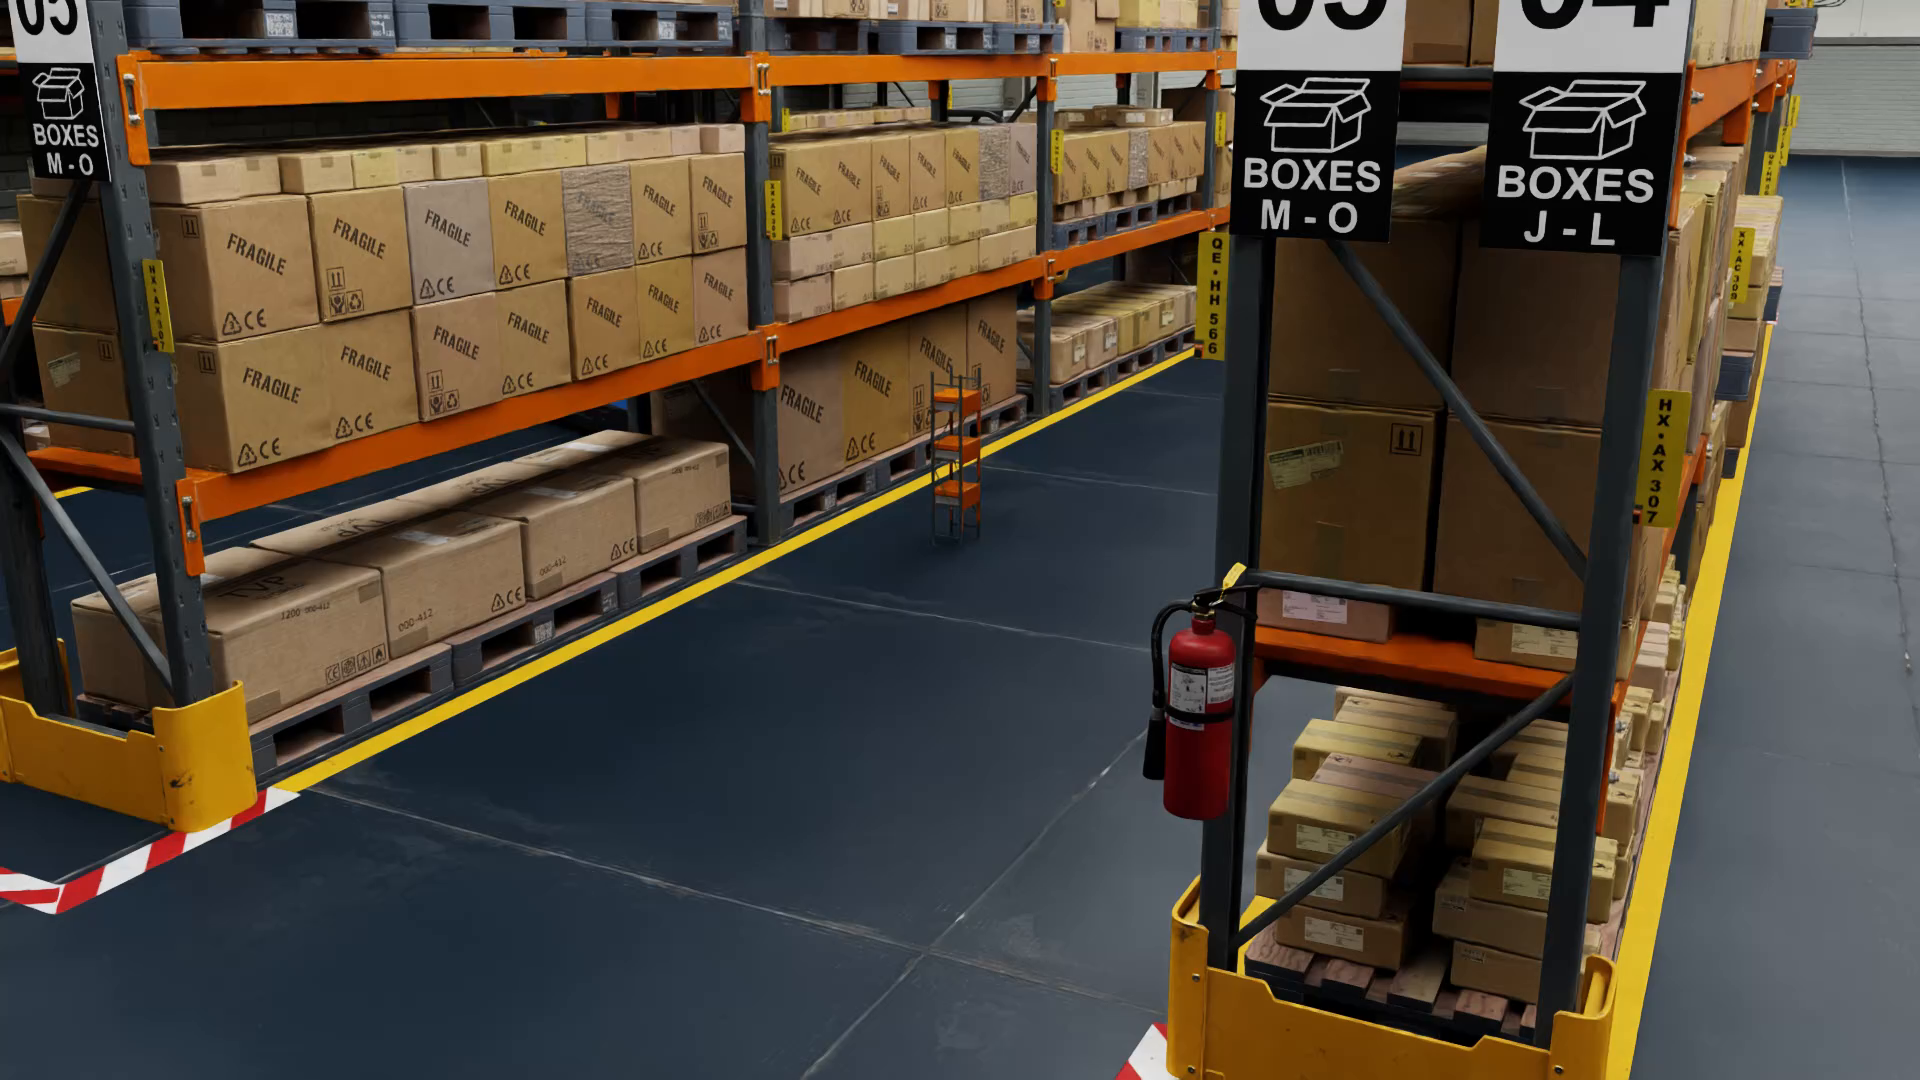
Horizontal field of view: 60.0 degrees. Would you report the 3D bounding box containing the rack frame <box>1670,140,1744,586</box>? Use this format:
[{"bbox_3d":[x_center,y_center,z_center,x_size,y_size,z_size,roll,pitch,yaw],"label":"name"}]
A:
[{"bbox_3d":[2.931,-0.861,7.656,1.000,3.000,0.127,8,18,25],"label":"rack frame"}]

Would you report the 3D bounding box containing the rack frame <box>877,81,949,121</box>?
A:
[{"bbox_3d":[-0.623,-5.152,22.104,1.000,3.000,0.127,8,18,25],"label":"rack frame"}]

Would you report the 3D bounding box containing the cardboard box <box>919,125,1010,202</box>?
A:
[{"bbox_3d":[0.026,-2.715,11.964,0.500,0.500,0.500,8,19,26],"label":"cardboard box"}]

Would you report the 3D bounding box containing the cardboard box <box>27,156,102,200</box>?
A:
[{"bbox_3d":[-3.349,-1.402,6.404,0.380,0.149,0.250,8,18,26],"label":"cardboard box"}]

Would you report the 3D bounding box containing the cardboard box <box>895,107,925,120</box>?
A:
[{"bbox_3d":[-0.677,-5.469,21.332,0.380,0.149,0.250,8,18,25],"label":"cardboard box"}]

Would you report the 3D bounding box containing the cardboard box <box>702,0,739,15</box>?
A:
[{"bbox_3d":[-1.337,-3.313,10.061,0.500,0.311,0.500,8,18,25],"label":"cardboard box"}]

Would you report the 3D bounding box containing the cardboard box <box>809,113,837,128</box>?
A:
[{"bbox_3d":[-1.654,-4.875,19.333,0.380,0.149,0.250,9,19,27],"label":"cardboard box"}]

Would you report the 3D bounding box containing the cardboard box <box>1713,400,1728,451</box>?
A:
[{"bbox_3d":[3.965,-0.644,9.259,0.500,0.250,0.500,9,19,27],"label":"cardboard box"}]

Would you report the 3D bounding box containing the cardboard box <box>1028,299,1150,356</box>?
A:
[{"bbox_3d":[1.172,-1.950,15.199,0.950,0.372,0.625,9,19,27],"label":"cardboard box"}]

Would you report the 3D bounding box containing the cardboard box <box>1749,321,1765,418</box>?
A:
[{"bbox_3d":[5.458,-1.370,12.582,1.050,0.750,0.750,8,19,26],"label":"cardboard box"}]

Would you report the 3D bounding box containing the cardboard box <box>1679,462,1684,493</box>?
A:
[{"bbox_3d":[2.378,-0.231,5.975,0.380,0.149,0.250,9,19,26],"label":"cardboard box"}]

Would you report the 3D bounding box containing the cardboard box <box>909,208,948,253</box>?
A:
[{"bbox_3d":[-0.413,-2.100,11.211,0.500,0.250,0.500,7,18,24],"label":"cardboard box"}]

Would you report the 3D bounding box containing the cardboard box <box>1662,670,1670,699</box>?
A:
[{"bbox_3d":[2.809,0.578,7.078,0.380,0.149,0.250,7,18,24],"label":"cardboard box"}]

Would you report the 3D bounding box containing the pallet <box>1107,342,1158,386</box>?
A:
[{"bbox_3d":[1.141,-1.656,15.229,1.003,0.211,1.213,8,18,25],"label":"pallet"}]

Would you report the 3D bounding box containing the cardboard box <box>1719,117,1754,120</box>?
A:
[{"bbox_3d":[6.061,-3.168,13.490,0.700,0.500,0.500,8,18,24],"label":"cardboard box"}]

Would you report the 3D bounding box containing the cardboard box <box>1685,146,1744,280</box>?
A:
[{"bbox_3d":[2.963,-1.377,6.938,0.500,0.500,0.500,7,18,23],"label":"cardboard box"}]

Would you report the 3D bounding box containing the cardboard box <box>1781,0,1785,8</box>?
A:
[{"bbox_3d":[4.478,-3.059,9.612,0.500,0.500,0.500,8,18,25],"label":"cardboard box"}]

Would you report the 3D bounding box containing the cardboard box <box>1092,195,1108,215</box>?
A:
[{"bbox_3d":[1.017,-2.823,13.965,0.380,0.149,0.250,8,18,26],"label":"cardboard box"}]

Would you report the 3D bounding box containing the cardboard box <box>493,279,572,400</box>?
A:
[{"bbox_3d":[-2.205,-0.969,7.845,0.500,0.500,0.500,9,19,27],"label":"cardboard box"}]

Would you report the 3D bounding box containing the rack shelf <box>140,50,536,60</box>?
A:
[{"bbox_3d":[-5.091,-3.698,13.203,1.077,0.370,4.000,8,18,25],"label":"rack shelf"}]

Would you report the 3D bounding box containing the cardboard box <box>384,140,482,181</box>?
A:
[{"bbox_3d":[-2.331,-1.668,7.302,0.380,0.149,0.250,8,18,26],"label":"cardboard box"}]

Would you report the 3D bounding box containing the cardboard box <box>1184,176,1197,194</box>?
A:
[{"bbox_3d":[2.049,-3.418,15.967,0.380,0.149,0.250,8,18,26],"label":"cardboard box"}]

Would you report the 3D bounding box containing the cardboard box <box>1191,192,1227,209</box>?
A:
[{"bbox_3d":[2.460,-3.422,16.719,0.380,0.149,0.250,8,18,25],"label":"cardboard box"}]

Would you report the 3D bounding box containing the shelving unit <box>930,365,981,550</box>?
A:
[{"bbox_3d":[-0.024,-0.490,9.829,0.215,1.050,0.252,8,18,25],"label":"shelving unit"}]

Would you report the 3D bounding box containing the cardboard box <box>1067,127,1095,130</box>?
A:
[{"bbox_3d":[0.889,-3.428,14.862,0.500,0.500,0.500,7,18,23],"label":"cardboard box"}]

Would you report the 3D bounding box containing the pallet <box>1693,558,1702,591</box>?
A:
[{"bbox_3d":[3.821,-0.035,9.771,1.003,0.211,1.213,8,18,25],"label":"pallet"}]

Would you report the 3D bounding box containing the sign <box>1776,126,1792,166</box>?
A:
[{"bbox_3d":[6.995,-3.350,14.139,0.100,0.325,0.005,8,18,25],"label":"sign"}]

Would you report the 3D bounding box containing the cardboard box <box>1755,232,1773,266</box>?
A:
[{"bbox_3d":[3.868,-1.469,8.361,0.380,0.149,0.250,8,18,25],"label":"cardboard box"}]

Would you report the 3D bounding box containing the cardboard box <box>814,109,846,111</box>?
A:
[{"bbox_3d":[-1.641,-5.278,20.690,0.380,0.149,0.250,8,18,24],"label":"cardboard box"}]

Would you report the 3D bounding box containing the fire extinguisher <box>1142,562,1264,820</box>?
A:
[{"bbox_3d":[0.618,0.379,4.271,0.296,0.674,0.183,8,18,25],"label":"fire extinguisher"}]

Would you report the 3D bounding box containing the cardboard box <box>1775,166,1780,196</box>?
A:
[{"bbox_3d":[7.232,-3.332,15.711,0.875,0.550,0.550,8,18,25],"label":"cardboard box"}]

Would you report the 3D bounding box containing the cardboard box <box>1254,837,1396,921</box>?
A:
[{"bbox_3d":[1.124,1.010,5.104,0.380,0.149,0.250,8,18,24],"label":"cardboard box"}]

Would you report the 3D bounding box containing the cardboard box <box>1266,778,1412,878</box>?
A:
[{"bbox_3d":[1.153,0.871,5.049,0.380,0.149,0.250,8,18,26],"label":"cardboard box"}]

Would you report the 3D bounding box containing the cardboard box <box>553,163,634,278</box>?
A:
[{"bbox_3d":[-1.960,-1.578,8.138,0.500,0.500,0.500,8,18,26],"label":"cardboard box"}]

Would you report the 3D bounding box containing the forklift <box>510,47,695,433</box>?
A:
[{"bbox_3d":[-2.744,-2.404,12.969,1.130,2.935,3.031,-13,21,-36],"label":"forklift"}]

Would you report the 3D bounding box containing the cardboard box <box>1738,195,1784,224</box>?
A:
[{"bbox_3d":[4.909,-2.063,10.361,0.380,0.149,0.250,7,18,23],"label":"cardboard box"}]

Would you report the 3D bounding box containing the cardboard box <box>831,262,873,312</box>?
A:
[{"bbox_3d":[-0.880,-1.604,10.420,0.500,0.250,0.500,8,18,24],"label":"cardboard box"}]

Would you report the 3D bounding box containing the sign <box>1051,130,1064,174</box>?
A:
[{"bbox_3d":[0.743,-2.969,12.720,0.100,0.325,0.005,8,18,25],"label":"sign"}]

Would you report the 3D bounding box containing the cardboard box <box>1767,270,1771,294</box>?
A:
[{"bbox_3d":[4.331,-1.451,9.345,0.380,0.149,0.250,9,19,27],"label":"cardboard box"}]

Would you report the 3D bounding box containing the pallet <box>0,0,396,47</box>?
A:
[{"bbox_3d":[-3.008,-2.032,6.485,1.003,0.211,1.213,8,18,25],"label":"pallet"}]

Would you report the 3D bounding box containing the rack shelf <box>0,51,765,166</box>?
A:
[{"bbox_3d":[-2.436,-2.049,7.650,1.077,0.370,4.000,8,18,25],"label":"rack shelf"}]

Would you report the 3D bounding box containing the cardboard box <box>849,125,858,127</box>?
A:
[{"bbox_3d":[-1.435,-4.863,19.813,0.380,0.149,0.250,7,18,24],"label":"cardboard box"}]

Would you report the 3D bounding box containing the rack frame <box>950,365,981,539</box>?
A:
[{"bbox_3d":[0.031,-0.521,9.934,0.200,1.050,0.008,8,18,25],"label":"rack frame"}]

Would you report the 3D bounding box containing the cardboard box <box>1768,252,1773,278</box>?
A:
[{"bbox_3d":[4.215,-1.525,9.072,0.380,0.149,0.250,8,18,24],"label":"cardboard box"}]

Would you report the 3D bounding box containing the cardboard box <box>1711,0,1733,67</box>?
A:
[{"bbox_3d":[1.812,-1.424,4.545,0.500,0.250,0.500,9,19,27],"label":"cardboard box"}]

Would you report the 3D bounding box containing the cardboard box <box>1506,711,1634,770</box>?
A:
[{"bbox_3d":[2.093,0.671,5.722,0.380,0.149,0.250,9,19,28],"label":"cardboard box"}]

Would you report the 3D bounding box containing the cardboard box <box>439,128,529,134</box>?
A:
[{"bbox_3d":[-2.403,-1.999,8.415,0.380,0.149,0.250,8,18,24],"label":"cardboard box"}]

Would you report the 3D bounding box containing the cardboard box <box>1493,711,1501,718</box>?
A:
[{"bbox_3d":[2.139,0.638,6.879,0.380,0.149,0.250,7,18,23],"label":"cardboard box"}]

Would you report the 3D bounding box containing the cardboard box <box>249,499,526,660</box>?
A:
[{"bbox_3d":[-2.723,0.165,7.961,0.875,0.438,0.875,9,19,27],"label":"cardboard box"}]

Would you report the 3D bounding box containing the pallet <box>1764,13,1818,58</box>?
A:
[{"bbox_3d":[3.763,-2.617,8.630,1.213,0.211,1.003,8,18,25],"label":"pallet"}]

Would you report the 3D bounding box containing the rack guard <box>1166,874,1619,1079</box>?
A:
[{"bbox_3d":[1.177,1.336,4.647,1.175,0.500,0.348,8,18,25],"label":"rack guard"}]

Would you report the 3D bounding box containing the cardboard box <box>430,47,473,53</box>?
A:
[{"bbox_3d":[-4.434,-4.191,13.862,0.500,0.250,0.500,8,18,26],"label":"cardboard box"}]

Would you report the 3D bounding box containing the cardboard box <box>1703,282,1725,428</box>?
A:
[{"bbox_3d":[2.734,-0.761,6.619,0.500,0.500,0.500,8,18,24],"label":"cardboard box"}]

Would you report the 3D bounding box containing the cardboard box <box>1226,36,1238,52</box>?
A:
[{"bbox_3d":[2.560,-4.928,16.521,0.380,0.149,0.250,8,18,25],"label":"cardboard box"}]
